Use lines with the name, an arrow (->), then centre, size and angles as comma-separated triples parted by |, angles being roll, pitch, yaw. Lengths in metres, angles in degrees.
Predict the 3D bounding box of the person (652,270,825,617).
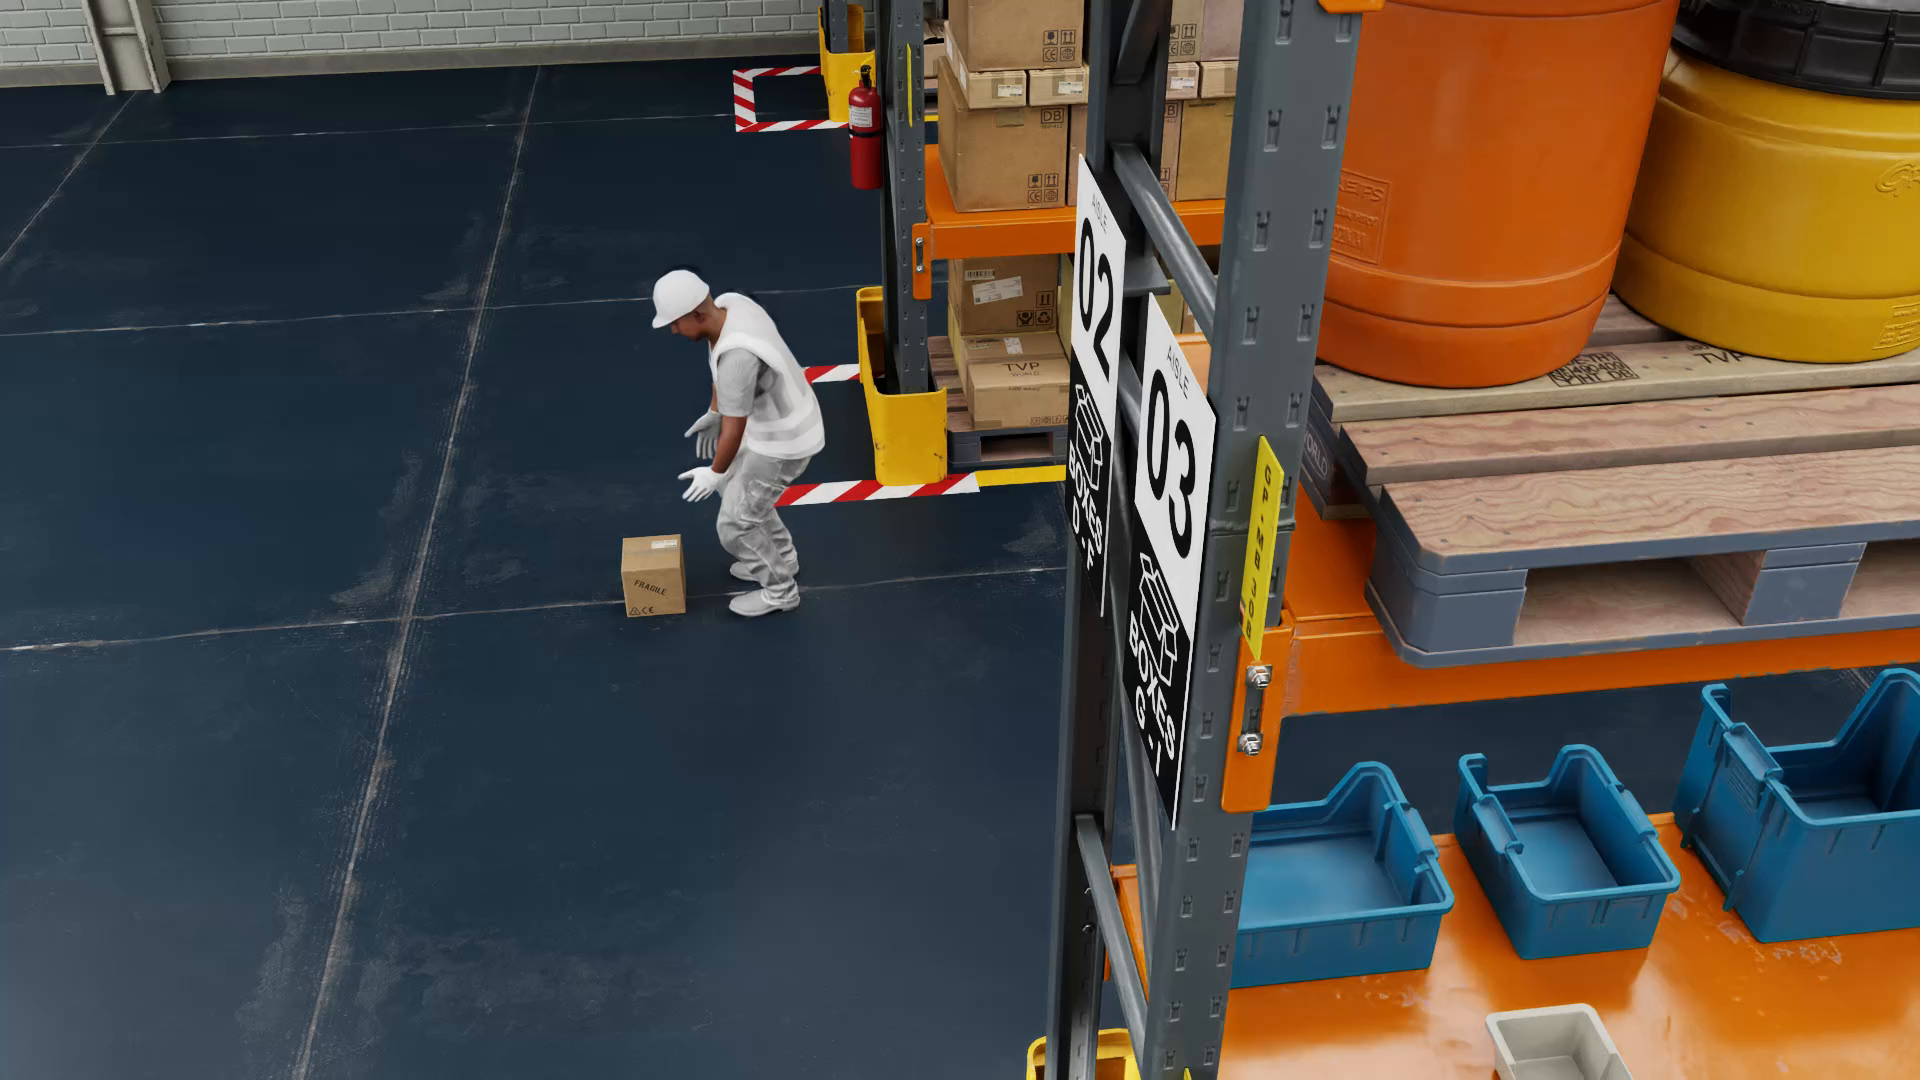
person -> -0.886, -0.404, 6.897 | 0.652, 1.578, 0.604 | -4, 35, -6
